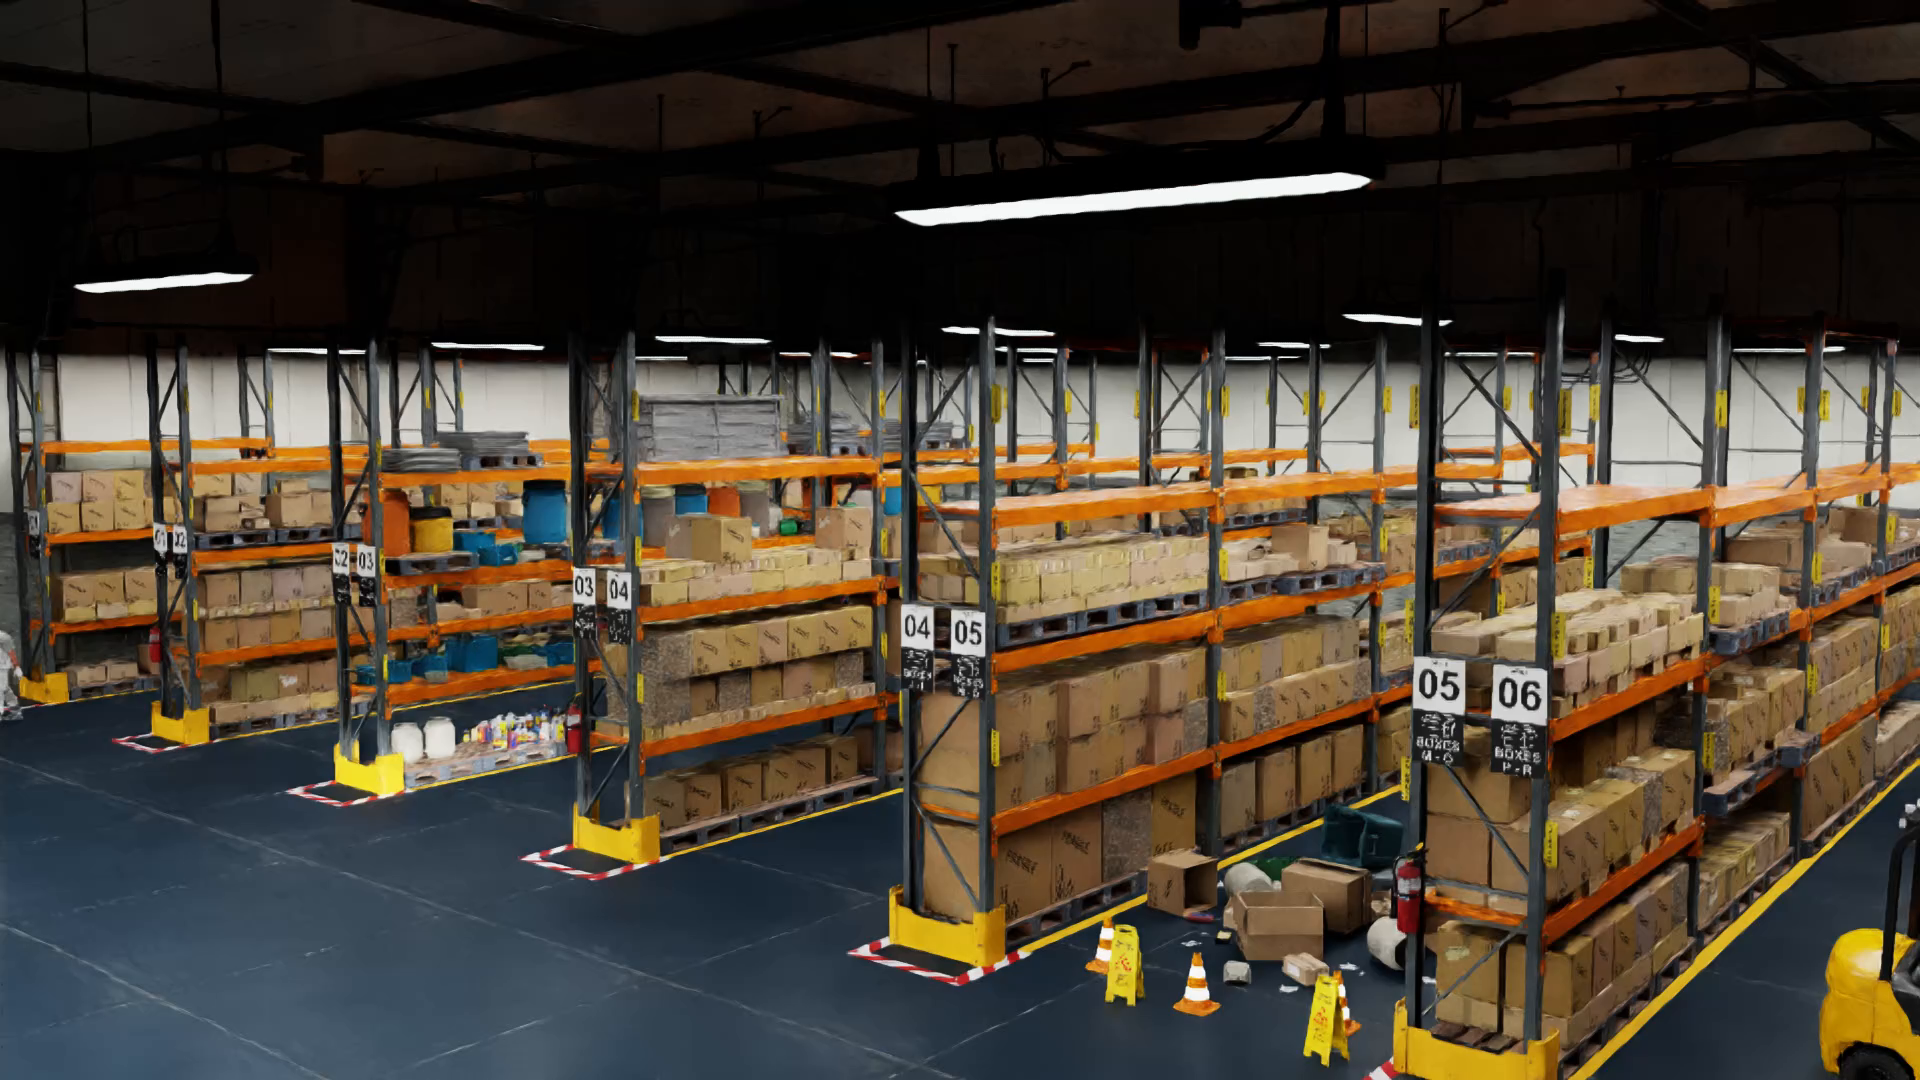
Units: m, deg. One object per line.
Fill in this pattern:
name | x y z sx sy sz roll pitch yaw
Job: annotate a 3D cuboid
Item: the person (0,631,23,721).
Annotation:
person | -14.793 2.007 25.551 0.597 1.742 0.965 2 5 17
